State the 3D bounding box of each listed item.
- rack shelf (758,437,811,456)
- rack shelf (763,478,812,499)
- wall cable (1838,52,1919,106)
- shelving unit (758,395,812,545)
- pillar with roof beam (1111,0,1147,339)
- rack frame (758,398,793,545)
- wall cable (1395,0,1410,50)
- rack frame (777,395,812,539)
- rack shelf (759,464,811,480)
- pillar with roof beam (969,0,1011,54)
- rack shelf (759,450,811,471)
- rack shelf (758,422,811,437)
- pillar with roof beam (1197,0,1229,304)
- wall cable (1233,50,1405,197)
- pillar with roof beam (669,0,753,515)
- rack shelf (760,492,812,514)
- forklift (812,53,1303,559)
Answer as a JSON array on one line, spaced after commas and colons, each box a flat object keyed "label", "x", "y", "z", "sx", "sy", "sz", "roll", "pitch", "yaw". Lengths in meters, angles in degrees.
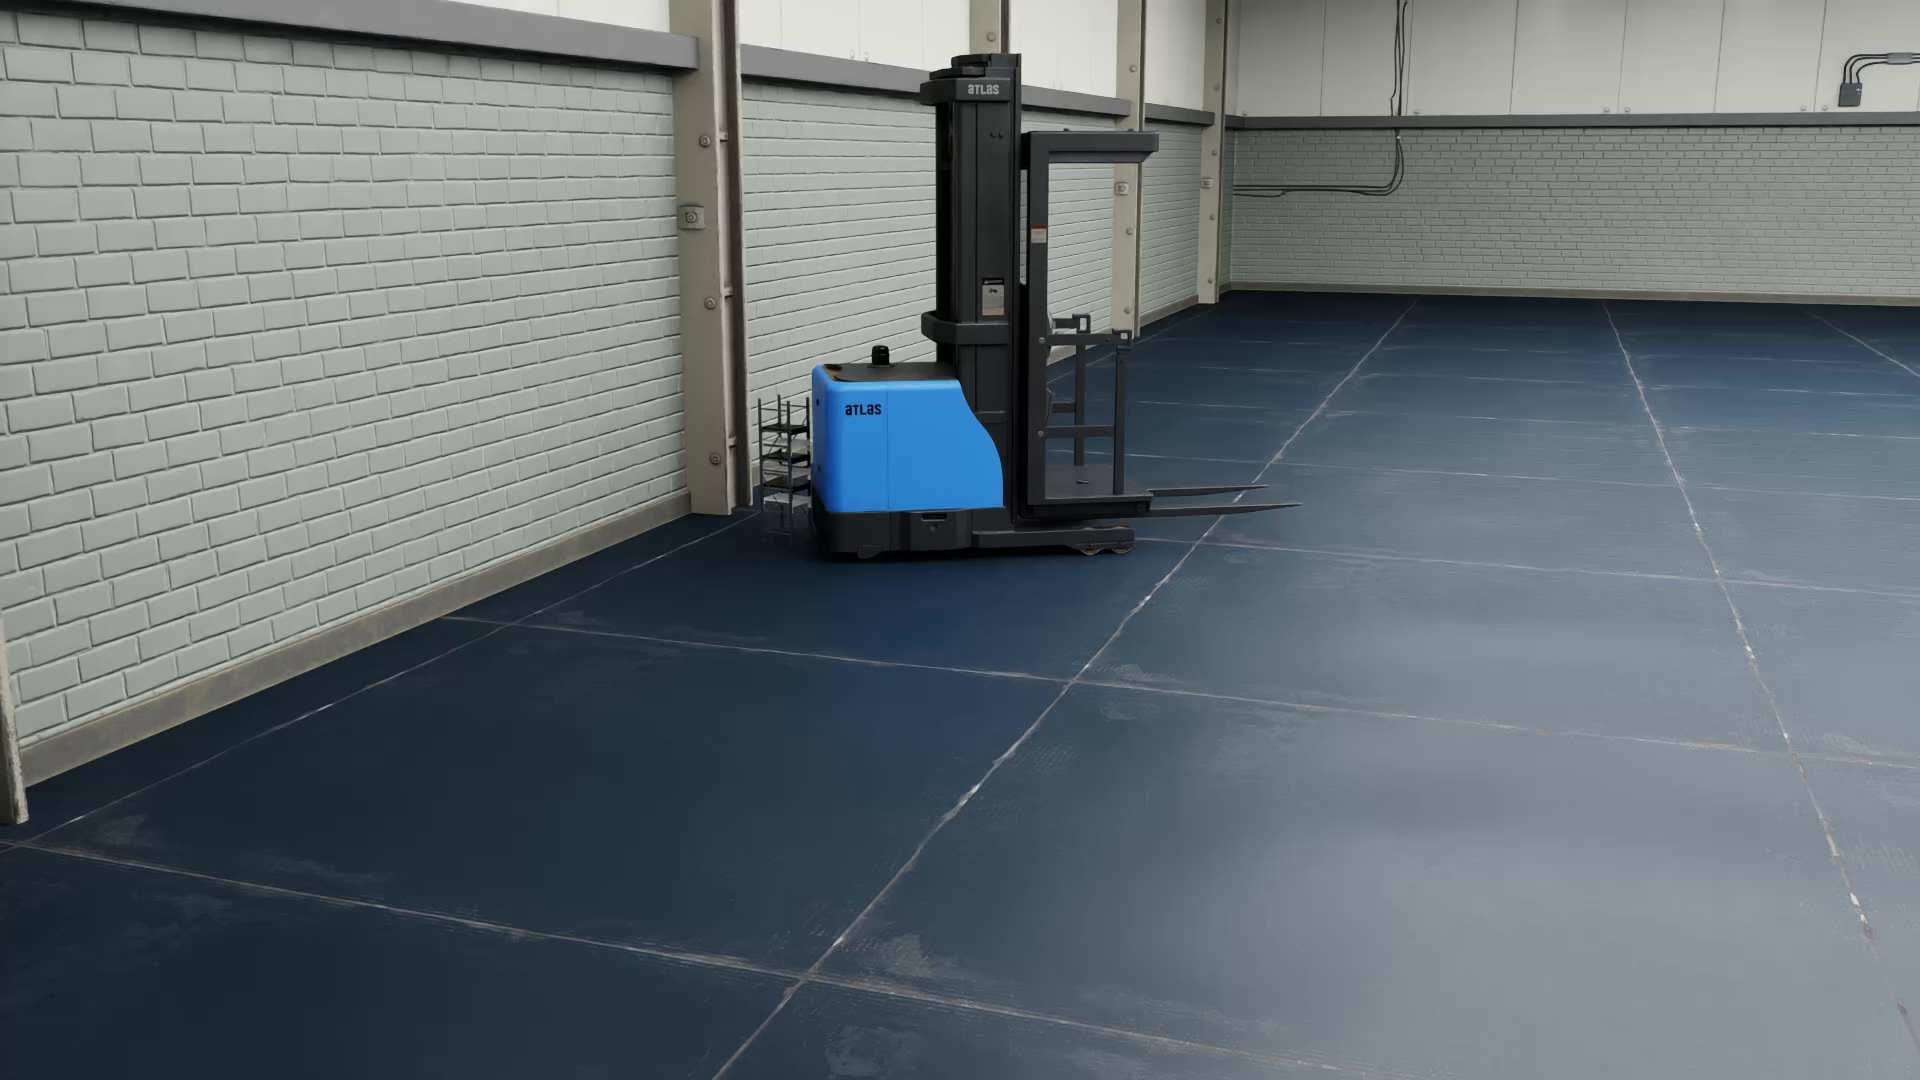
[{"label": "rack shelf", "x": -1.093, "y": -0.585, "z": 10.371, "sx": 0.258, "sy": 0.077, "sz": 0.200, "roll": 7, "pitch": 15, "yaw": 29}, {"label": "rack shelf", "x": -1.093, "y": -0.322, "z": 10.431, "sx": 0.258, "sy": 0.077, "sz": 0.200, "roll": 7, "pitch": 15, "yaw": 29}, {"label": "wall cable", "x": 15.358, "y": -9.892, "z": 25.963, "sx": 2.305, "sy": 6.003, "sz": 0.169, "roll": 4, "pitch": 14, "yaw": 18}, {"label": "shelving unit", "x": -1.093, "y": -0.442, "z": 10.404, "sx": 0.258, "sy": 0.900, "sz": 0.210, "roll": 7, "pitch": 15, "yaw": 29}, {"label": "pillar with roof beam", "x": 6.308, "y": -6.823, "z": 20.158, "sx": 9.100, "sy": 9.000, "sz": 0.400, "roll": 4, "pitch": 14, "yaw": 18}, {"label": "rack frame", "x": -1.145, "y": -0.423, "z": 10.318, "sx": 0.240, "sy": 0.900, "sz": 0.006, "roll": 7, "pitch": 15, "yaw": 29}, {"label": "wall cable", "x": 8.940, "y": -9.675, "z": 28.281, "sx": 3.097, "sy": 2.526, "sz": 0.112, "roll": 4, "pitch": 14, "yaw": 18}, {"label": "rack frame", "x": -1.042, "y": -0.462, "z": 10.490, "sx": 0.240, "sy": 0.900, "sz": 0.006, "roll": 7, "pitch": 15, "yaw": 29}, {"label": "rack shelf", "x": -1.093, "y": -0.410, "z": 10.411, "sx": 0.258, "sy": 0.077, "sz": 0.200, "roll": 7, "pitch": 15, "yaw": 29}, {"label": "pillar with roof beam", "x": 4.366, "y": -5.559, "z": 14.623, "sx": 9.100, "sy": 9.000, "sz": 0.400, "roll": 4, "pitch": 14, "yaw": 18}, {"label": "rack shelf", "x": -1.093, "y": -0.498, "z": 10.391, "sx": 0.258, "sy": 0.077, "sz": 0.200, "roll": 7, "pitch": 15, "yaw": 29}, {"label": "rack shelf", "x": -1.093, "y": -0.673, "z": 10.351, "sx": 0.258, "sy": 0.077, "sz": 0.200, "roll": 7, "pitch": 15, "yaw": 29}, {"label": "pillar with roof beam", "x": 8.249, "y": -8.086, "z": 25.693, "sx": 9.100, "sy": 9.000, "sz": 0.400, "roll": 4, "pitch": 14, "yaw": 18}, {"label": "wall cable", "x": 6.380, "y": -7.407, "z": 29.697, "sx": 3.097, "sy": 2.526, "sz": 0.112, "roll": 4, "pitch": 14, "yaw": 18}, {"label": "pillar with roof beam", "x": 2.425, "y": -4.296, "z": 9.088, "sx": 9.100, "sy": 9.000, "sz": 0.400, "roll": 4, "pitch": 14, "yaw": 18}, {"label": "rack shelf", "x": -1.093, "y": -0.234, "z": 10.451, "sx": 0.258, "sy": 0.077, "sz": 0.200, "roll": 7, "pitch": 15, "yaw": 29}, {"label": "forklift", "x": 0.614, "y": -1.453, "z": 10.267, "sx": 3.031, "sy": 2.935, "sz": 1.130, "roll": -2, "pitch": 13, "yaw": -10}]
